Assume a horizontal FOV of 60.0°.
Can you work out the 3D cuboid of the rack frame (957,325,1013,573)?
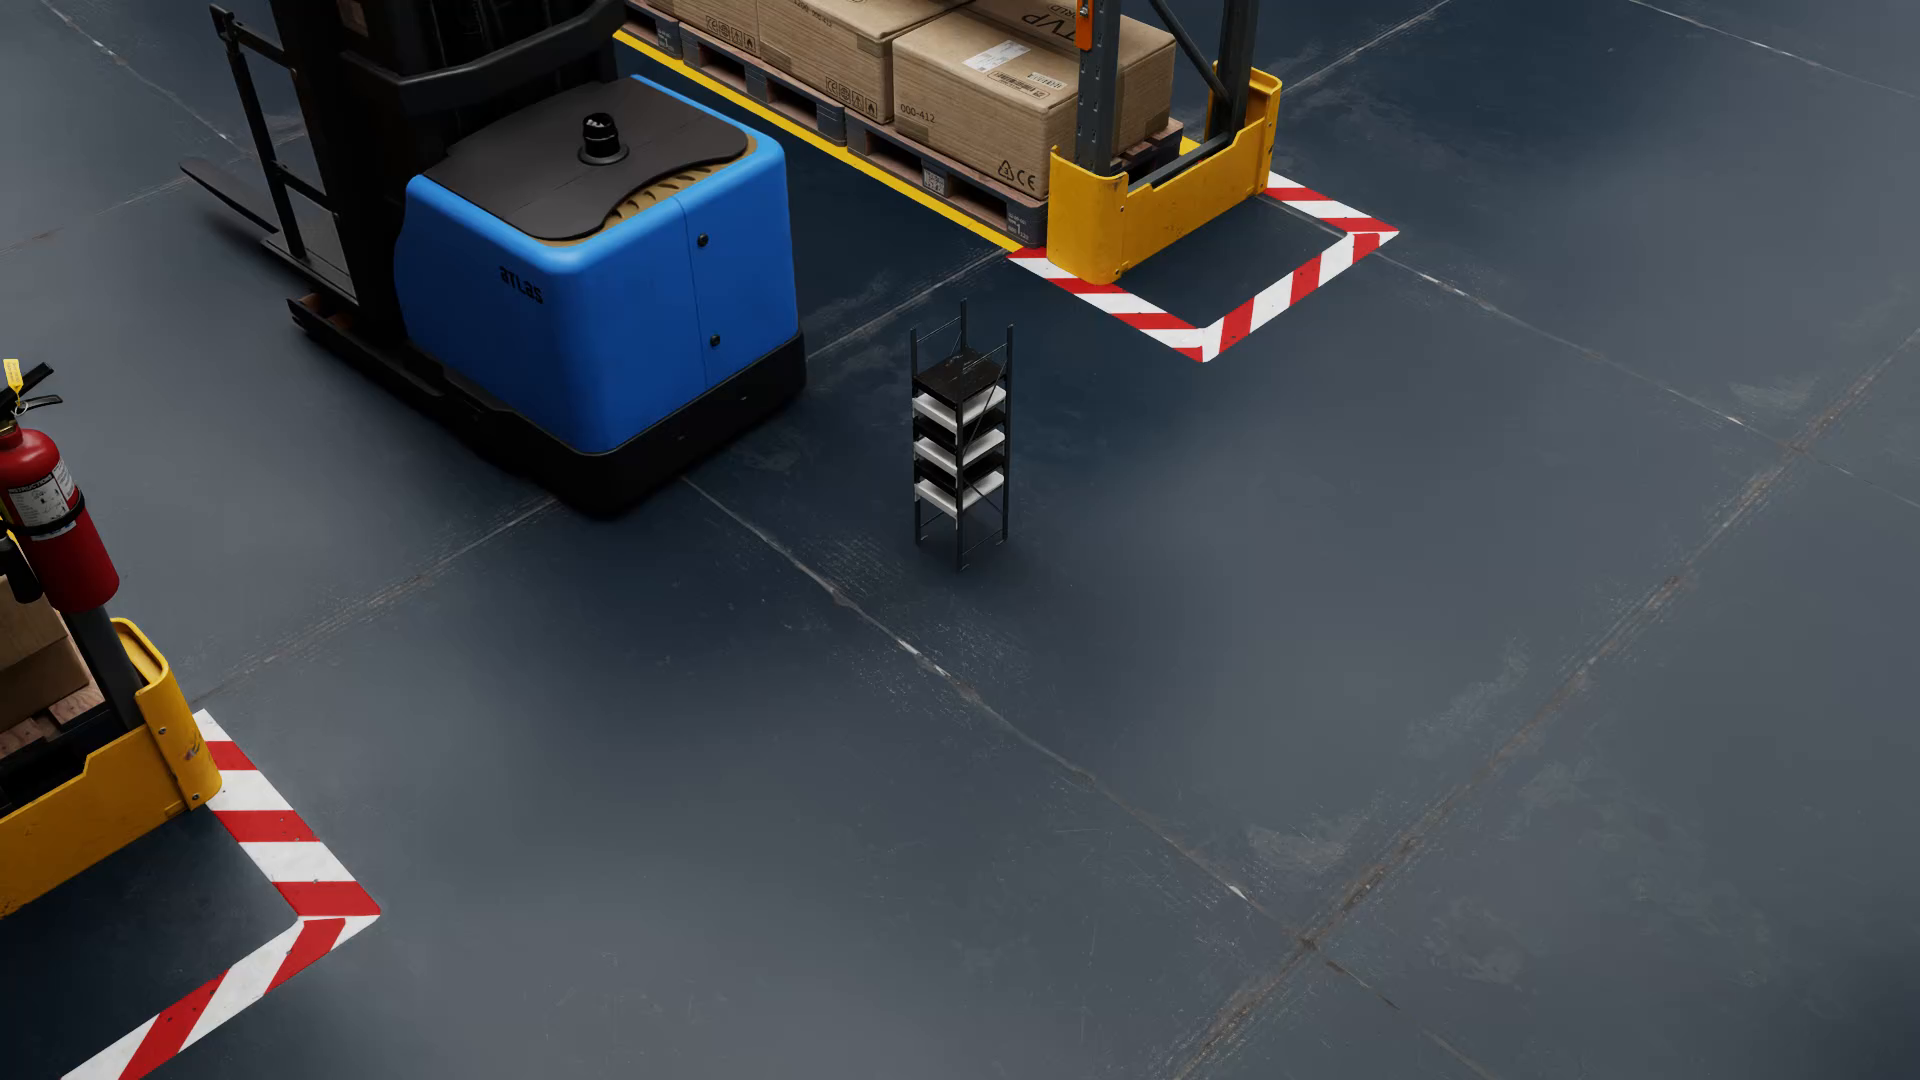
[{"bbox_3d":[0.078,-0.278,5.388,0.240,0.900,0.006,-34,53,-31],"label":"rack frame"}]

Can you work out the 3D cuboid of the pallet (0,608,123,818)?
[{"bbox_3d":[-3.272,0.474,5.081,1.003,0.211,1.213,-34,53,-31],"label":"pallet"}]

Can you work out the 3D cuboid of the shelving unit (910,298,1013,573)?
[{"bbox_3d":[0.006,-0.327,5.440,0.258,0.900,0.210,-34,53,-31],"label":"shelving unit"}]

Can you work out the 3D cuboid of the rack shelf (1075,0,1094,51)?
[{"bbox_3d":[-0.555,-3.208,7.542,1.077,0.370,4.000,-34,53,-31],"label":"rack shelf"}]

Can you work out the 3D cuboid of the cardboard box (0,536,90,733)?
[{"bbox_3d":[-3.020,0.292,4.753,0.637,0.503,0.797,32,52,30],"label":"cardboard box"}]

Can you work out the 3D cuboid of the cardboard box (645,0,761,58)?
[{"bbox_3d":[-0.968,-2.864,8.217,0.875,0.438,0.875,33,52,30],"label":"cardboard box"}]

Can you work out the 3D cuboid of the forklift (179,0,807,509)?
[{"bbox_3d":[-2.022,-2.045,5.803,3.031,2.935,1.130,31,51,29],"label":"forklift"}]

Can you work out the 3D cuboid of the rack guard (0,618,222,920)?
[{"bbox_3d":[-2.708,0.751,4.569,1.175,0.500,0.348,-34,53,-31],"label":"rack guard"}]

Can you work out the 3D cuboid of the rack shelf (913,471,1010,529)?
[{"bbox_3d":[0.006,-0.170,5.585,0.258,0.077,0.200,-34,53,-31],"label":"rack shelf"}]

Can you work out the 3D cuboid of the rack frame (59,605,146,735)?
[{"bbox_3d":[-2.655,-0.131,3.681,1.000,3.000,0.127,-34,53,-31],"label":"rack frame"}]

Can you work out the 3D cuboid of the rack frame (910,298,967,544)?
[{"bbox_3d":[-0.066,-0.375,5.493,0.240,0.900,0.006,-34,53,-31],"label":"rack frame"}]

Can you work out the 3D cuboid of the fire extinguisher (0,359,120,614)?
[{"bbox_3d":[-2.224,-0.116,3.997,0.296,0.674,0.183,-34,53,-31],"label":"fire extinguisher"}]

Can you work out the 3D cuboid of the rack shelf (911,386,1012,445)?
[{"bbox_3d":[0.006,-0.434,5.341,0.258,0.077,0.200,-34,53,-31],"label":"rack shelf"}]

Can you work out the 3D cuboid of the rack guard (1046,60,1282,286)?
[{"bbox_3d":[0.874,-1.582,7.094,1.175,0.500,0.348,-34,53,-31],"label":"rack guard"}]

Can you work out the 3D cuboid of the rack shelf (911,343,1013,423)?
[{"bbox_3d":[0.006,-0.500,5.280,0.258,0.077,0.200,-34,53,-31],"label":"rack shelf"}]

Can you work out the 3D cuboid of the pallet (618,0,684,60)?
[{"bbox_3d":[-1.486,-3.007,8.848,1.003,0.211,1.213,-34,53,-31],"label":"pallet"}]

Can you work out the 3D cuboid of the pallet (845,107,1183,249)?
[{"bbox_3d":[0.237,-1.834,7.579,1.003,0.211,1.213,-34,53,-31],"label":"pallet"}]

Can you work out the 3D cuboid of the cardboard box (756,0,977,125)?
[{"bbox_3d":[-0.332,-2.430,7.748,0.875,0.438,0.875,-33,52,-30],"label":"cardboard box"}]

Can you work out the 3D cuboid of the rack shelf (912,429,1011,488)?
[{"bbox_3d":[0.006,-0.302,5.463,0.258,0.077,0.200,-34,53,-31],"label":"rack shelf"}]

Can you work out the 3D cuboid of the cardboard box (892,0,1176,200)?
[{"bbox_3d":[0.320,-1.994,7.276,0.875,0.438,0.875,32,52,30],"label":"cardboard box"}]

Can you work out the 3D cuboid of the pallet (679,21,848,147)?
[{"bbox_3d":[-0.620,-2.420,8.214,1.003,0.211,1.213,-34,53,-31],"label":"pallet"}]

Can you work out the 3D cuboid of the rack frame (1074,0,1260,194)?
[{"bbox_3d":[0.857,-2.512,6.258,1.000,3.000,0.127,-34,53,-31],"label":"rack frame"}]

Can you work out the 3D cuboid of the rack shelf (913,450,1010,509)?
[{"bbox_3d":[0.006,-0.236,5.524,0.258,0.077,0.200,-34,53,-31],"label":"rack shelf"}]

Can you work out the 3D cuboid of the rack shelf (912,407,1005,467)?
[{"bbox_3d":[0.006,-0.368,5.402,0.258,0.077,0.200,-34,53,-31],"label":"rack shelf"}]
